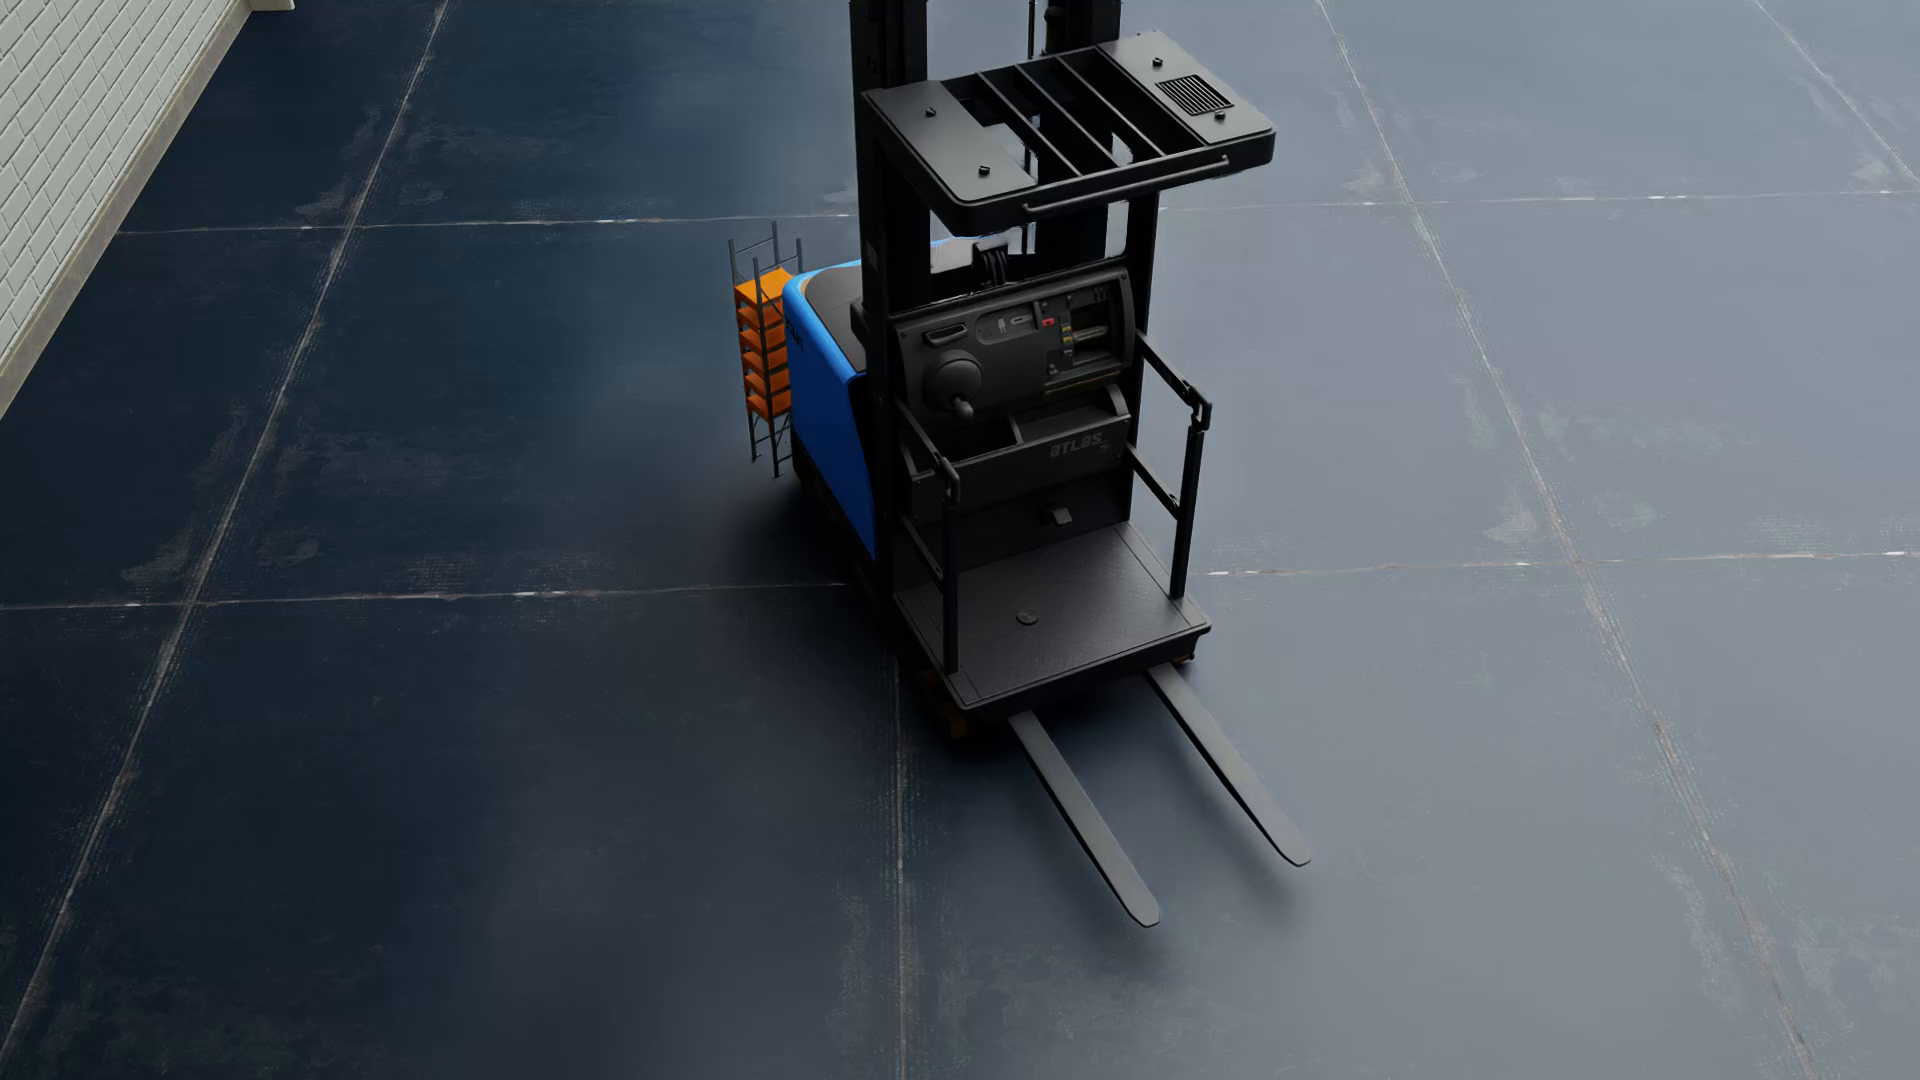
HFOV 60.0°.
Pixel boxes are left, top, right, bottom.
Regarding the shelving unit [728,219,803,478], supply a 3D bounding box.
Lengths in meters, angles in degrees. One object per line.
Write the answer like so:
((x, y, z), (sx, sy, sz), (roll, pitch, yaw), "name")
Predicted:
((-0.823, -0.830, 7.417), (0.258, 1.200, 0.189), (-29, 50, -28), "shelving unit")

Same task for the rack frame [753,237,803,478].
((-0.765, -0.783, 7.365), (0.240, 1.200, 0.006), (-29, 50, -28), "rack frame")

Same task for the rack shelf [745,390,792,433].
((-0.823, -0.620, 7.609), (0.258, 0.103, 0.180), (-29, 50, -28), "rack shelf")

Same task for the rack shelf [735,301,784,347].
((-0.824, -0.975, 7.285), (0.258, 0.103, 0.180), (-29, 50, -28), "rack shelf")

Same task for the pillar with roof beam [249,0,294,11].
((-0.416, -7.188, 8.582), (9.100, 9.000, 0.400), (-2, 43, -2), "pillar with roof beam")

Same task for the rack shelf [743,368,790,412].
((-0.823, -0.709, 7.528), (0.258, 0.103, 0.180), (-29, 50, -28), "rack shelf")

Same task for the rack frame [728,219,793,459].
((-0.881, -0.878, 7.470), (0.240, 1.200, 0.006), (-29, 50, -28), "rack frame")

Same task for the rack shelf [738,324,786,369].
((-0.823, -0.886, 7.366), (0.258, 0.103, 0.180), (-29, 50, -28), "rack shelf")

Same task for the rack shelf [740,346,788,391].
((-0.823, -0.797, 7.447), (0.258, 0.103, 0.180), (-29, 50, -28), "rack shelf")

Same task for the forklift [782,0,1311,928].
((0.303, -0.626, 5.913), (1.130, 2.935, 3.031), (-17, 45, -18), "forklift")

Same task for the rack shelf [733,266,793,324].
((-0.824, -1.063, 7.204), (0.258, 0.103, 0.180), (-29, 50, -28), "rack shelf")
